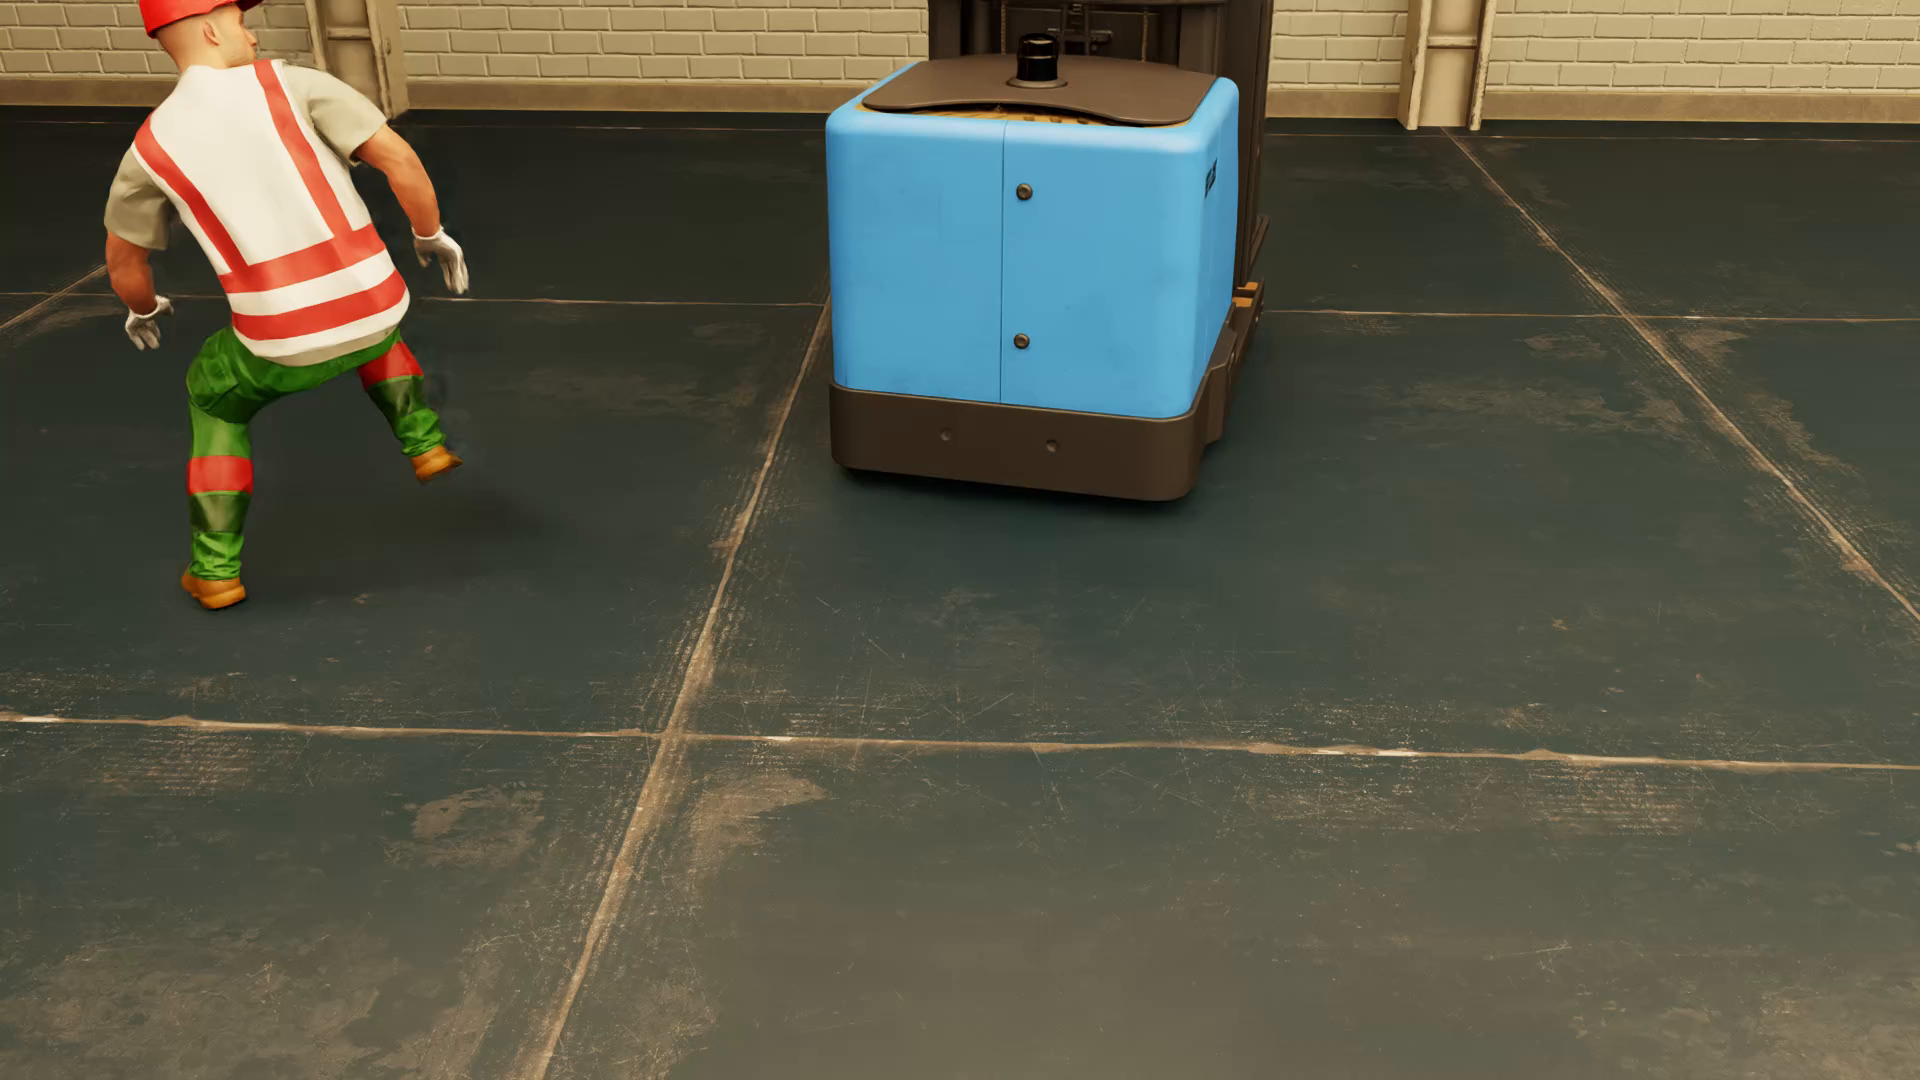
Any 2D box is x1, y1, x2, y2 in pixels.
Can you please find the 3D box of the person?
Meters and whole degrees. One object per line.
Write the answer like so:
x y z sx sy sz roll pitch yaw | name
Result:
-1.659 -0.631 4.136 0.811 1.538 0.680 -13 29 -24 | person

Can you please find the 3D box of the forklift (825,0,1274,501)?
0.499 -2.052 5.368 1.130 2.935 3.031 7 27 13 | forklift
